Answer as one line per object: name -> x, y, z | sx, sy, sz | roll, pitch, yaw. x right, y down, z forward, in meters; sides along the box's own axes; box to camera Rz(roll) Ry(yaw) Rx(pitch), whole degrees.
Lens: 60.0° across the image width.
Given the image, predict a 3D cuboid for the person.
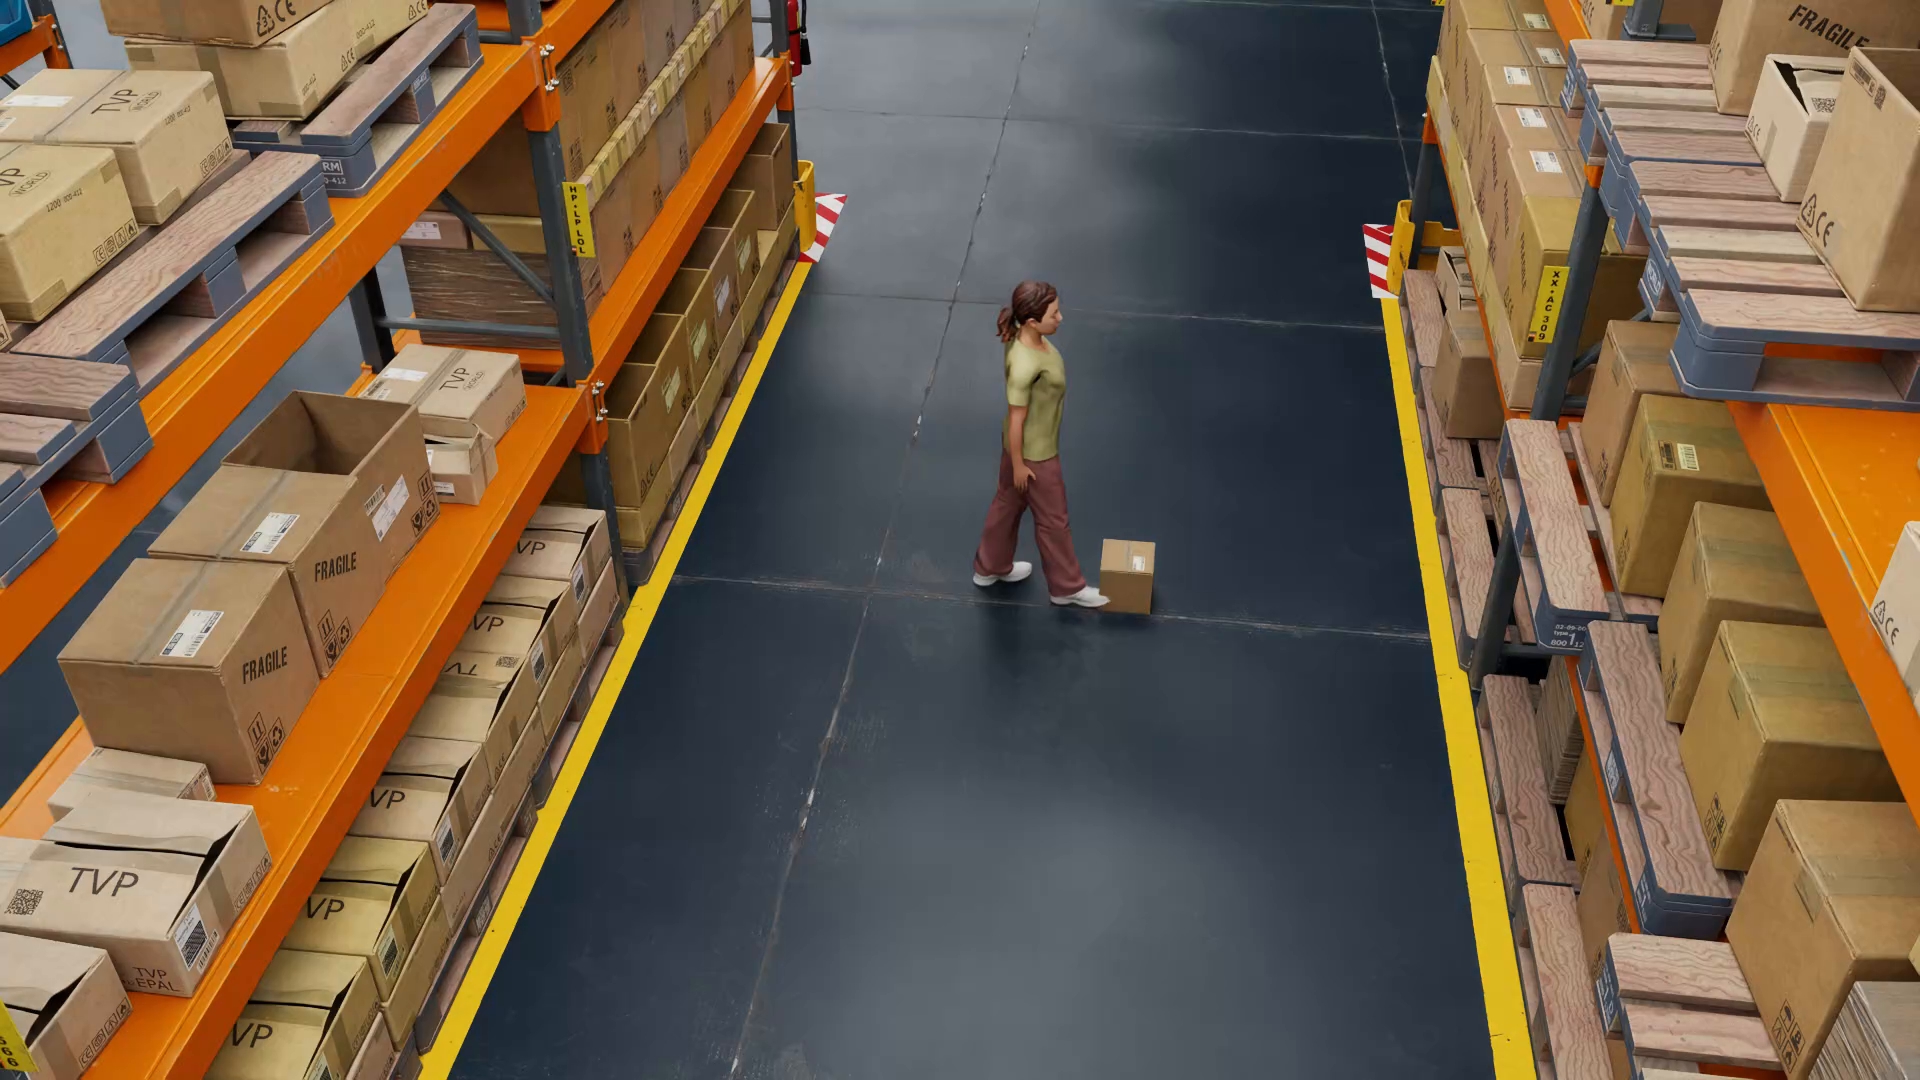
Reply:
person -> 0.397, -0.430, 7.633 | 0.668, 1.642, 0.451 | 0, 36, 0
